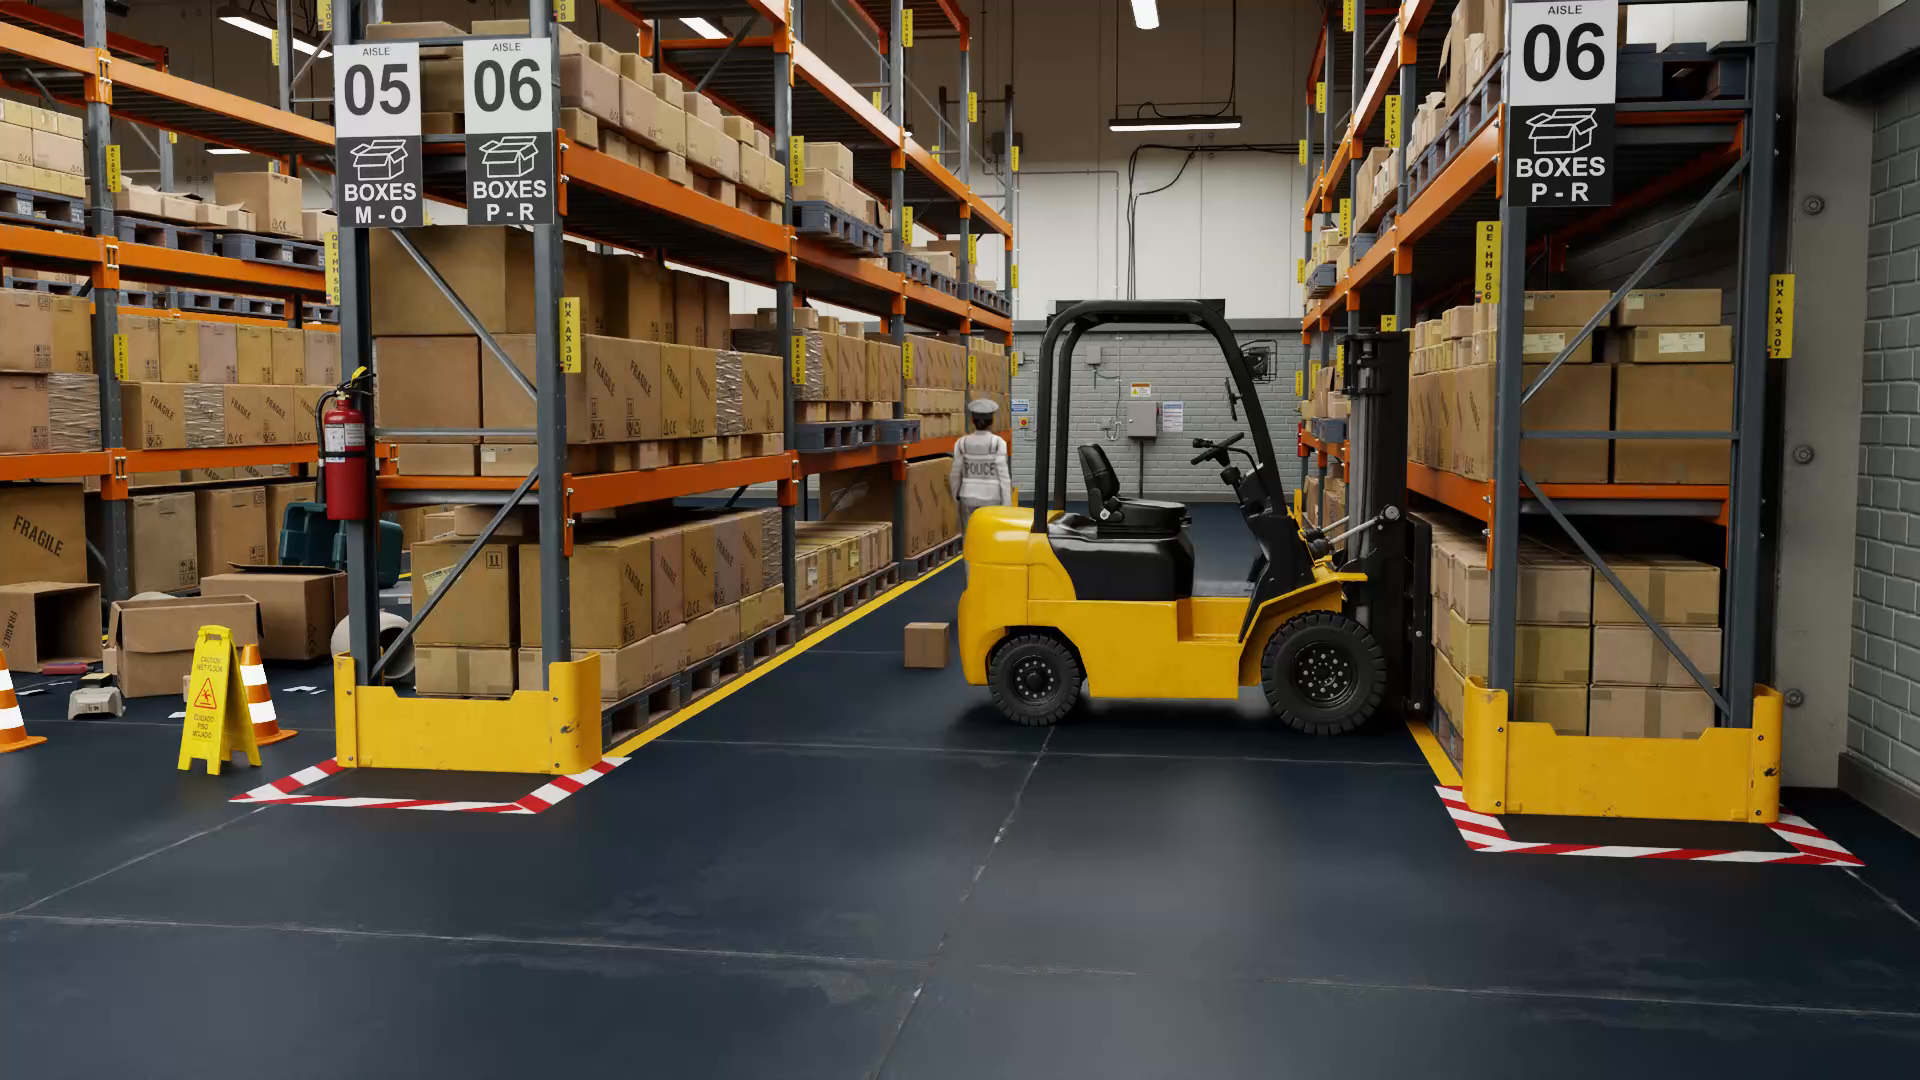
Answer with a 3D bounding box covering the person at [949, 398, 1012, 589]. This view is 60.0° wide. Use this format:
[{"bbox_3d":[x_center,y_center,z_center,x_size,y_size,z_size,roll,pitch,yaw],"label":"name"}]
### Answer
[{"bbox_3d":[0.177,-0.290,13.255,0.520,1.672,0.865,1,5,9],"label":"person"}]
